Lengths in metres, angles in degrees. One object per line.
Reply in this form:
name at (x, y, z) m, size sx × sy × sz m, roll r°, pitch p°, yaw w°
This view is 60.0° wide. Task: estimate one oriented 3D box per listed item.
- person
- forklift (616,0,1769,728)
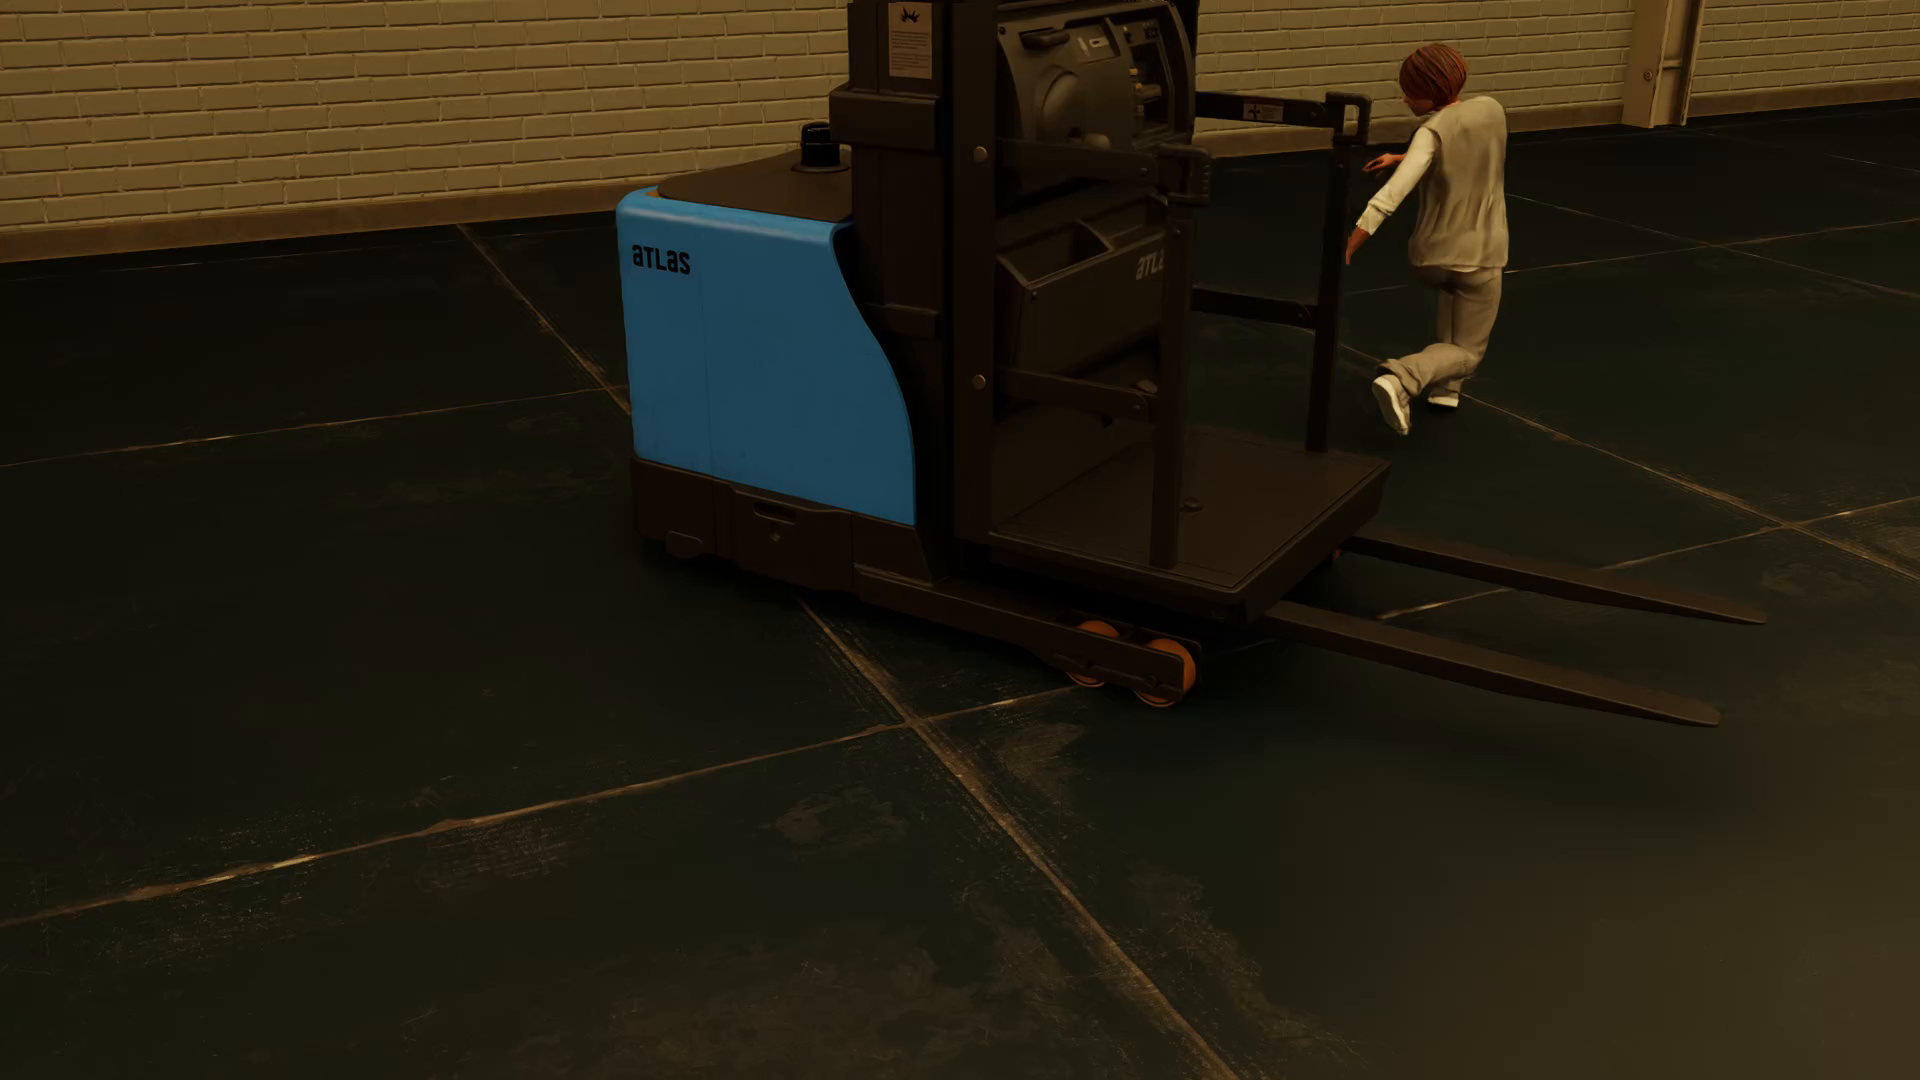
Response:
person at (1.657, -1.048, 5.944) m, size 0.576 × 1.359 × 0.849 m, roll 8°, pitch 24°, yaw 19°
forklift at (0.536, -1.172, 4.108) m, size 3.031 × 2.935 × 1.130 m, roll 14°, pitch 26°, yaw 30°
